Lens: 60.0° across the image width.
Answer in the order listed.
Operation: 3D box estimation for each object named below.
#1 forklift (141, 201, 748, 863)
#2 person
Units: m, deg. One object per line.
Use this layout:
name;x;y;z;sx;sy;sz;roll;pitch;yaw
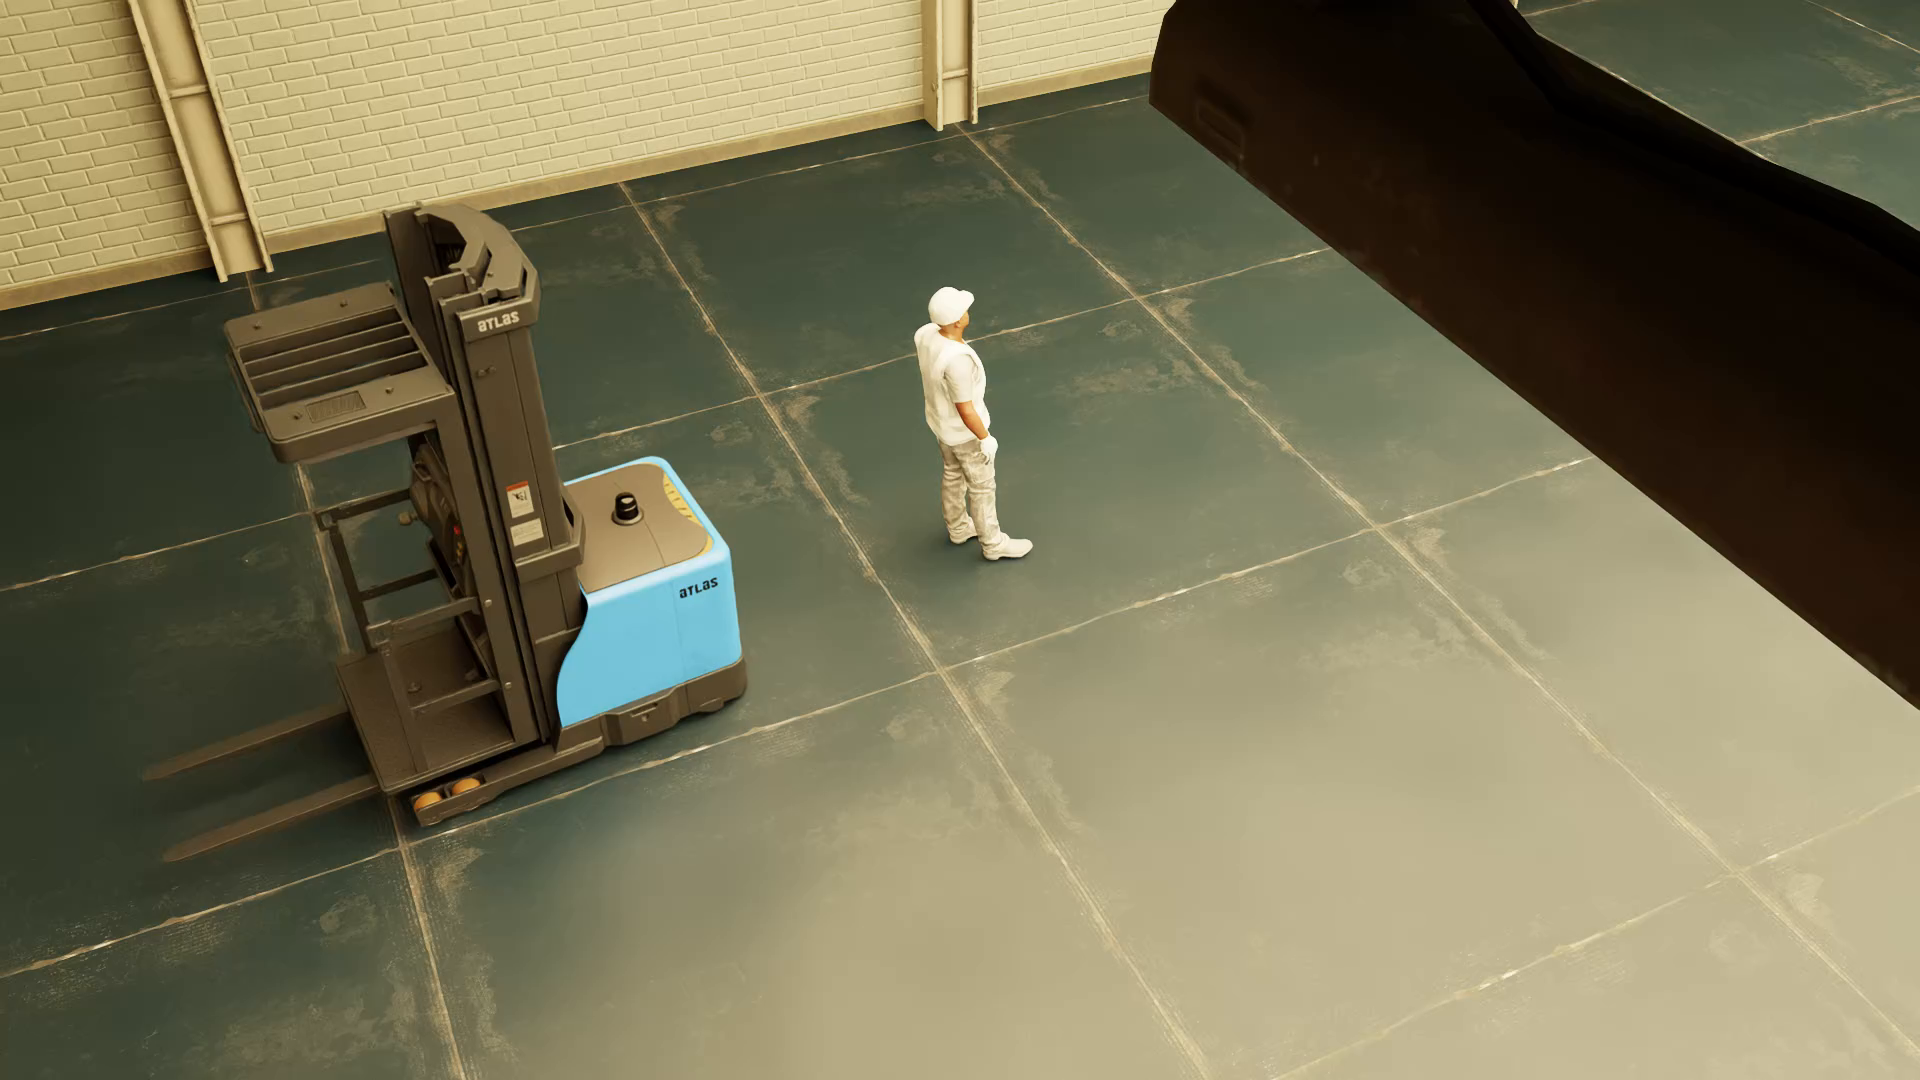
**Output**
forklift;-2.715;-0.051;8.078;3.031;2.935;1.130;-20;44;-22
person;0.069;-0.705;9.746;0.575;1.784;0.656;-17;43;-19
